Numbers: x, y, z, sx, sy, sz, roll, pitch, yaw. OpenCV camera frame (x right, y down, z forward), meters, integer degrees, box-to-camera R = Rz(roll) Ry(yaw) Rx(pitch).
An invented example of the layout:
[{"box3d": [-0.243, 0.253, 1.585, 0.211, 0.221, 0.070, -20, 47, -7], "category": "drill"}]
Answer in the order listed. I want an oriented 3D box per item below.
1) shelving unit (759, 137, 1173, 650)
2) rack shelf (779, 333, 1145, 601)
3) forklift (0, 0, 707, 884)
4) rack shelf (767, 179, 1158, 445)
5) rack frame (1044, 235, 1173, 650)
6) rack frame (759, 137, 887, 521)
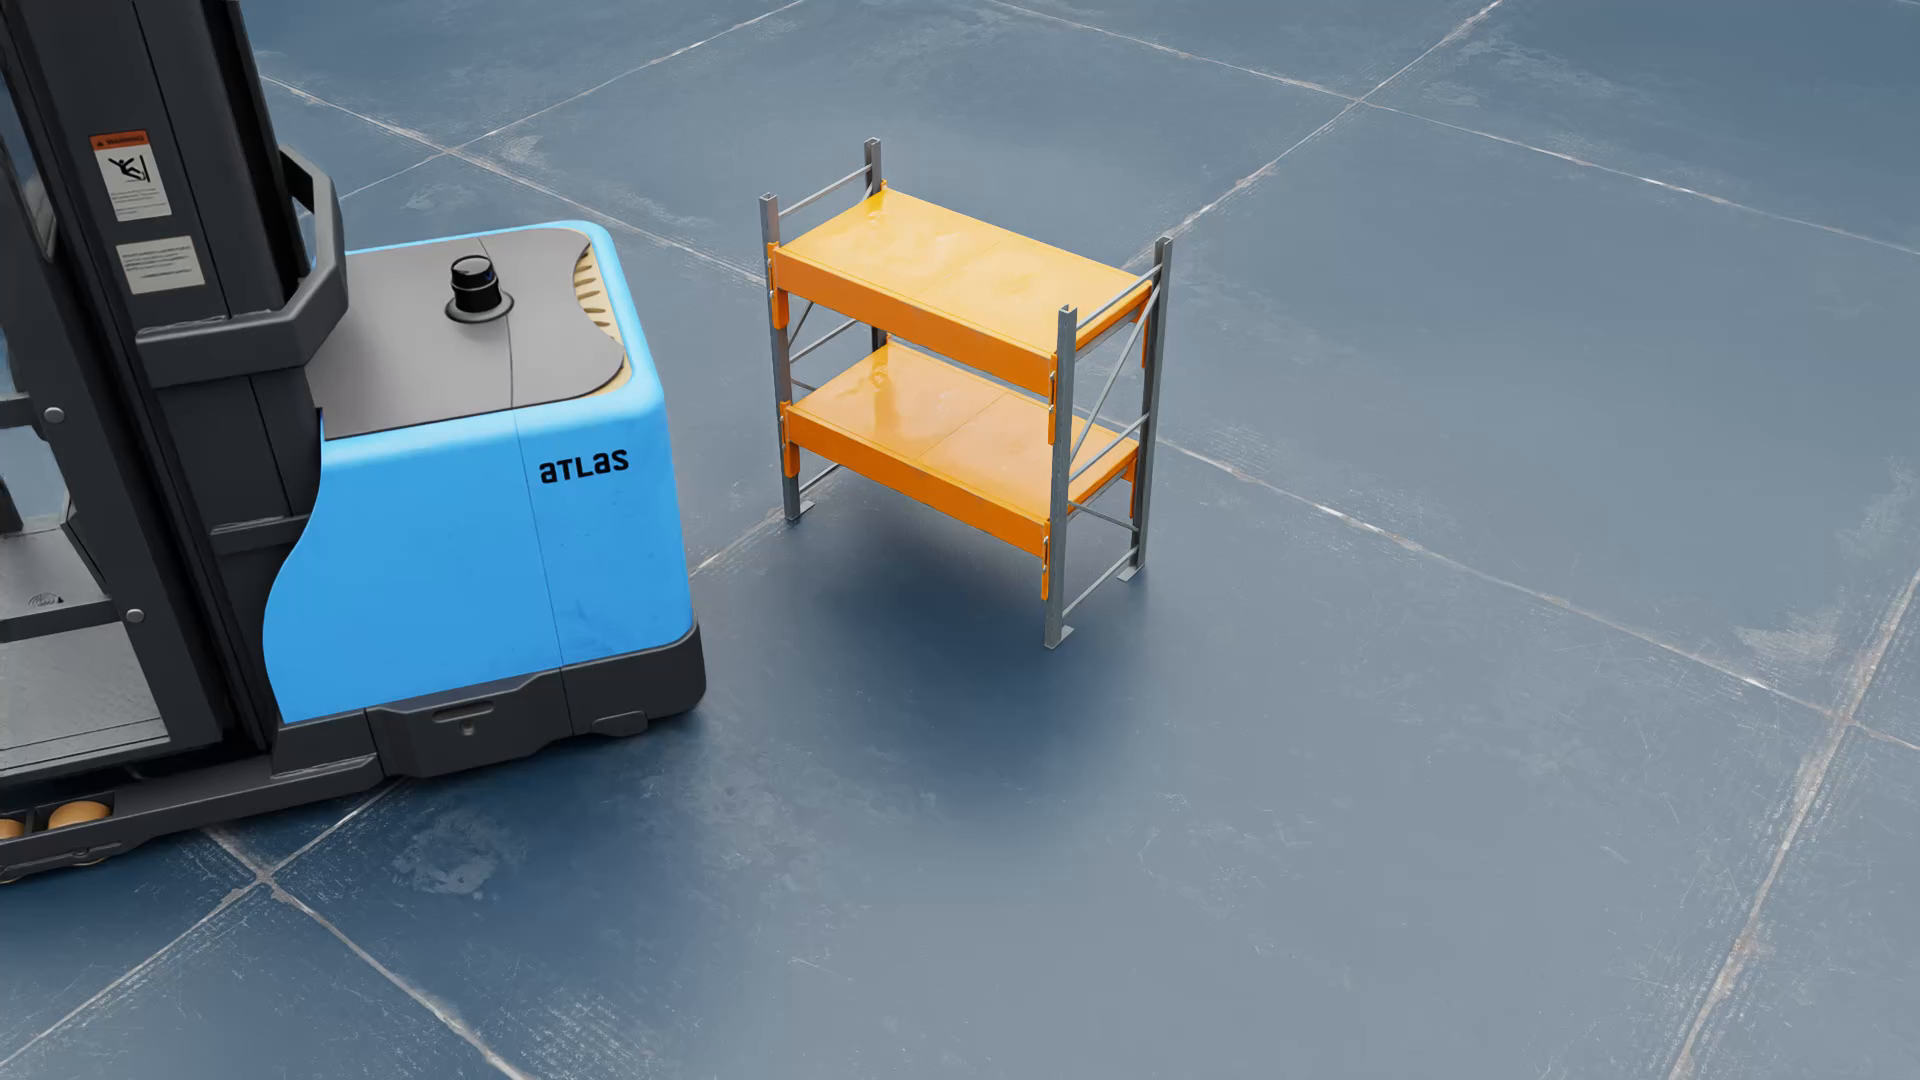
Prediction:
[{"box3d": [0.005, -0.440, 4.900, 1.048, 1.125, 0.538, 25, 45, 29], "category": "shelving unit"}, {"box3d": [0.005, -0.248, 5.051, 1.000, 0.278, 0.538, 25, 45, 29], "category": "rack shelf"}, {"box3d": [-2.278, -0.662, 3.717, 3.031, 2.935, 1.130, -11, 39, -14], "category": "forklift"}, {"box3d": [0.005, -0.671, 4.720, 1.000, 0.278, 0.538, 25, 45, 29], "category": "rack shelf"}, {"box3d": [0.409, -0.250, 4.657, 0.032, 1.125, 0.500, 25, 45, 29], "category": "rack frame"}, {"box3d": [-0.398, -0.631, 5.143, 0.032, 1.125, 0.500, 25, 45, 29], "category": "rack frame"}]
